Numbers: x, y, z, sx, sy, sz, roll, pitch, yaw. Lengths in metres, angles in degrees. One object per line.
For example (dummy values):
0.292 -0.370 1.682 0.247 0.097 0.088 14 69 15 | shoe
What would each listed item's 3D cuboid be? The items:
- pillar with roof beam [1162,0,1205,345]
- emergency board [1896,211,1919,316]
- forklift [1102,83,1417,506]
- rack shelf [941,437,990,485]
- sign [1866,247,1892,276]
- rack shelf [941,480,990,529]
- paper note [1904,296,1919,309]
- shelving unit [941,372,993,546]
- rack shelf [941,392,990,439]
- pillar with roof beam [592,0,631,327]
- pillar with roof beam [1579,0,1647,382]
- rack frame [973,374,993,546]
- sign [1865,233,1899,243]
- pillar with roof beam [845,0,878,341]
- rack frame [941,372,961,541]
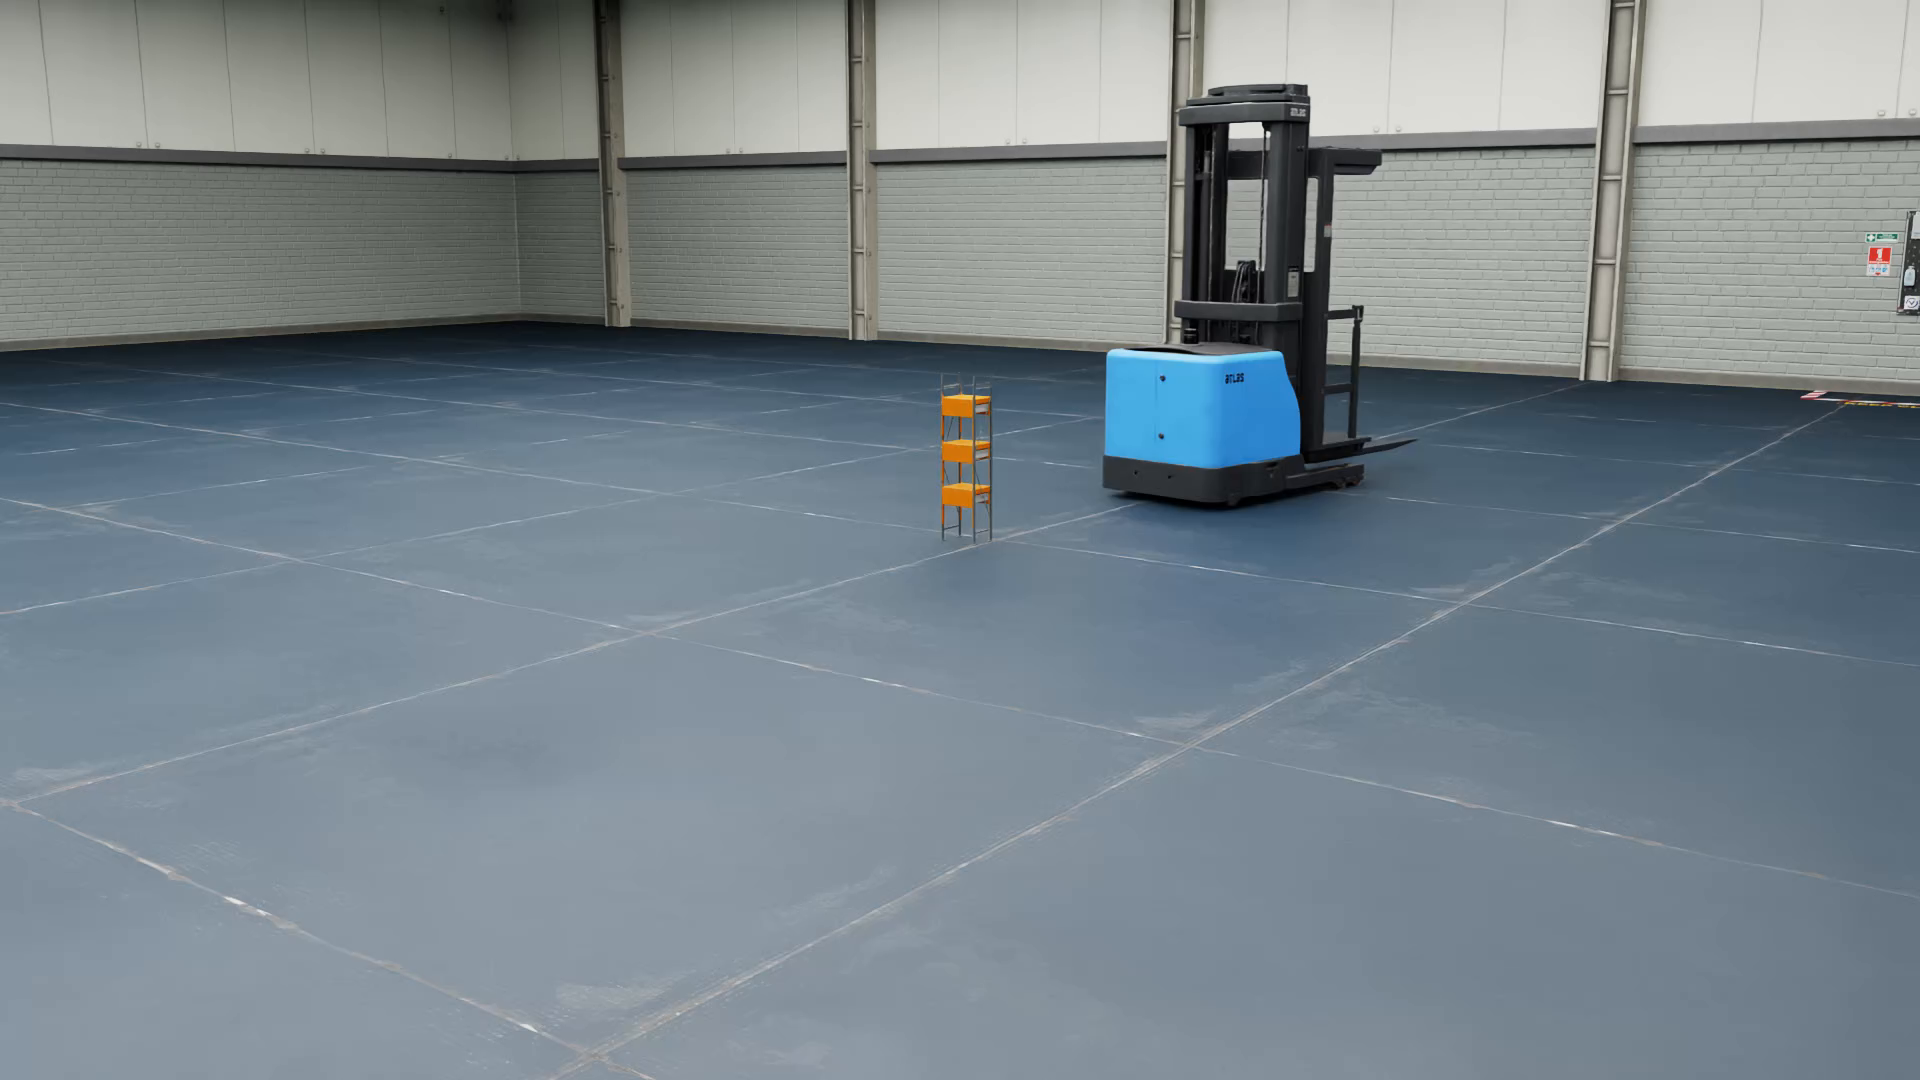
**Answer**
0.670 -6.453 20.192 0.400 9.000 9.100 8 13 36 | pillar with roof beam
10.925 -3.105 18.680 0.626 1.169 0.157 8 13 36 | emergency board
2.442 -1.890 12.582 3.031 2.935 1.130 -11 15 -44 | forklift
0.043 -0.499 10.401 0.240 0.259 0.215 8 13 36 | rack shelf
10.537 -3.196 19.060 0.234 0.329 0.001 8 13 36 | sign
0.043 -0.226 10.454 0.240 0.259 0.215 8 13 36 | rack shelf
10.819 -2.699 18.902 0.142 0.148 0.016 8 13 36 | paper note
0.043 -0.509 10.399 0.252 1.050 0.215 8 13 36 | shelving unit
0.043 -0.778 10.347 0.240 0.259 0.215 8 13 36 | rack shelf
-9.002 -7.802 27.165 0.400 9.000 9.100 8 13 36 | pillar with roof beam
5.506 -5.778 16.705 0.400 9.000 9.100 8 13 36 | pillar with roof beam
0.141 -0.496 10.328 0.008 1.050 0.200 8 13 36 | rack frame
10.535 -3.455 19.000 0.331 0.109 0.001 8 13 36 | sign
-4.166 -7.127 23.678 0.400 9.000 9.100 8 13 36 | pillar with roof beam
-0.055 -0.523 10.470 0.008 1.050 0.200 8 13 36 | rack frame
